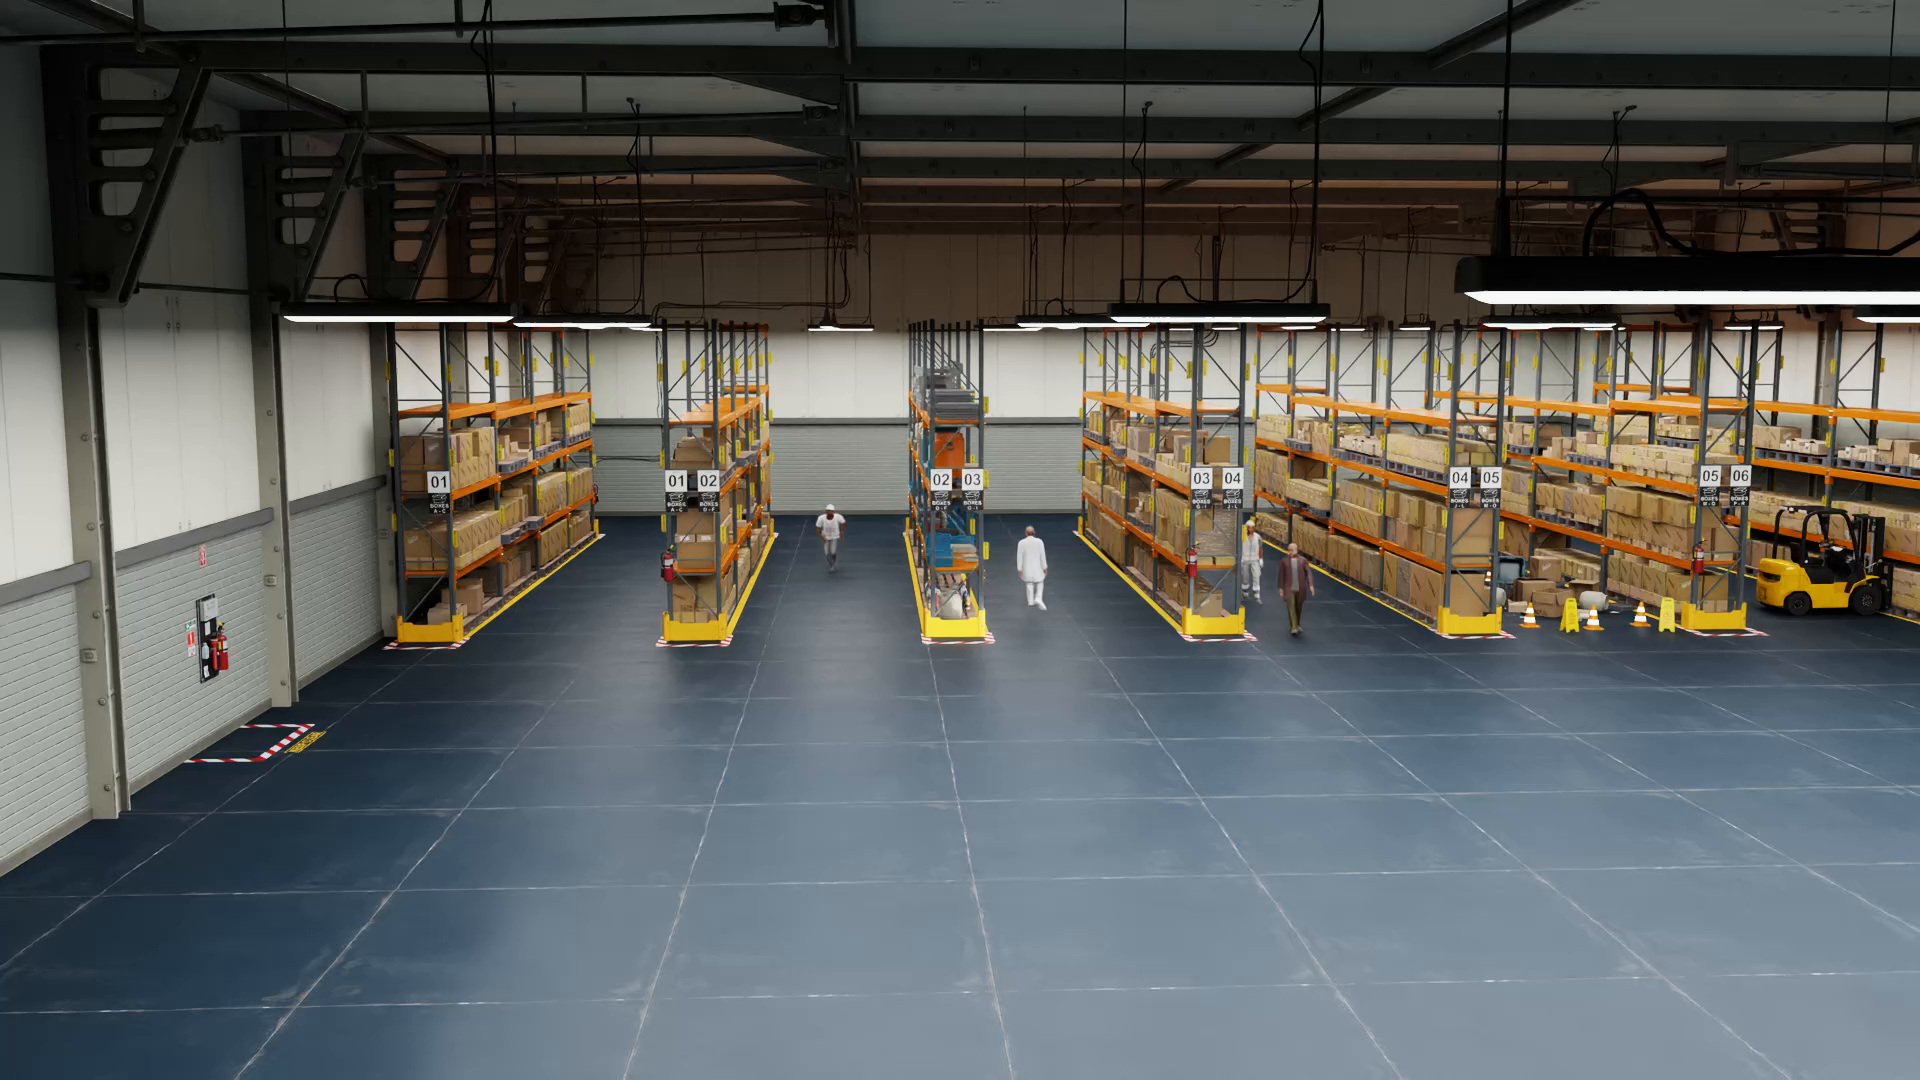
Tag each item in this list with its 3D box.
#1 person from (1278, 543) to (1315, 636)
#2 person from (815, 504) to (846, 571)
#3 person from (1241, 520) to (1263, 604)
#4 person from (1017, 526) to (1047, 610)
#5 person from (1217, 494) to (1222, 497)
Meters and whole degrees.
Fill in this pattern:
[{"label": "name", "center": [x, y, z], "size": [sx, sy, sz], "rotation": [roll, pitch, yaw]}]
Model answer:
[{"label": "person", "center": [6.420, 0.940, 31.717], "size": [0.661, 1.747, 1.003], "rotation": [0, 7, 3]}, {"label": "person", "center": [-3.115, -0.052, 40.131], "size": [0.699, 1.659, 0.717], "rotation": [1, 7, 8]}, {"label": "person", "center": [6.192, 0.453, 35.428], "size": [0.572, 1.746, 0.924], "rotation": [1, 7, 6]}, {"label": "person", "center": [1.451, 0.572, 33.592], "size": [0.615, 1.707, 0.545], "rotation": [0, 7, 1]}, {"label": "person", "center": [7.319, -0.794, 45.562], "size": [0.549, 1.720, 1.050], "rotation": [-1, 7, -7]}]
